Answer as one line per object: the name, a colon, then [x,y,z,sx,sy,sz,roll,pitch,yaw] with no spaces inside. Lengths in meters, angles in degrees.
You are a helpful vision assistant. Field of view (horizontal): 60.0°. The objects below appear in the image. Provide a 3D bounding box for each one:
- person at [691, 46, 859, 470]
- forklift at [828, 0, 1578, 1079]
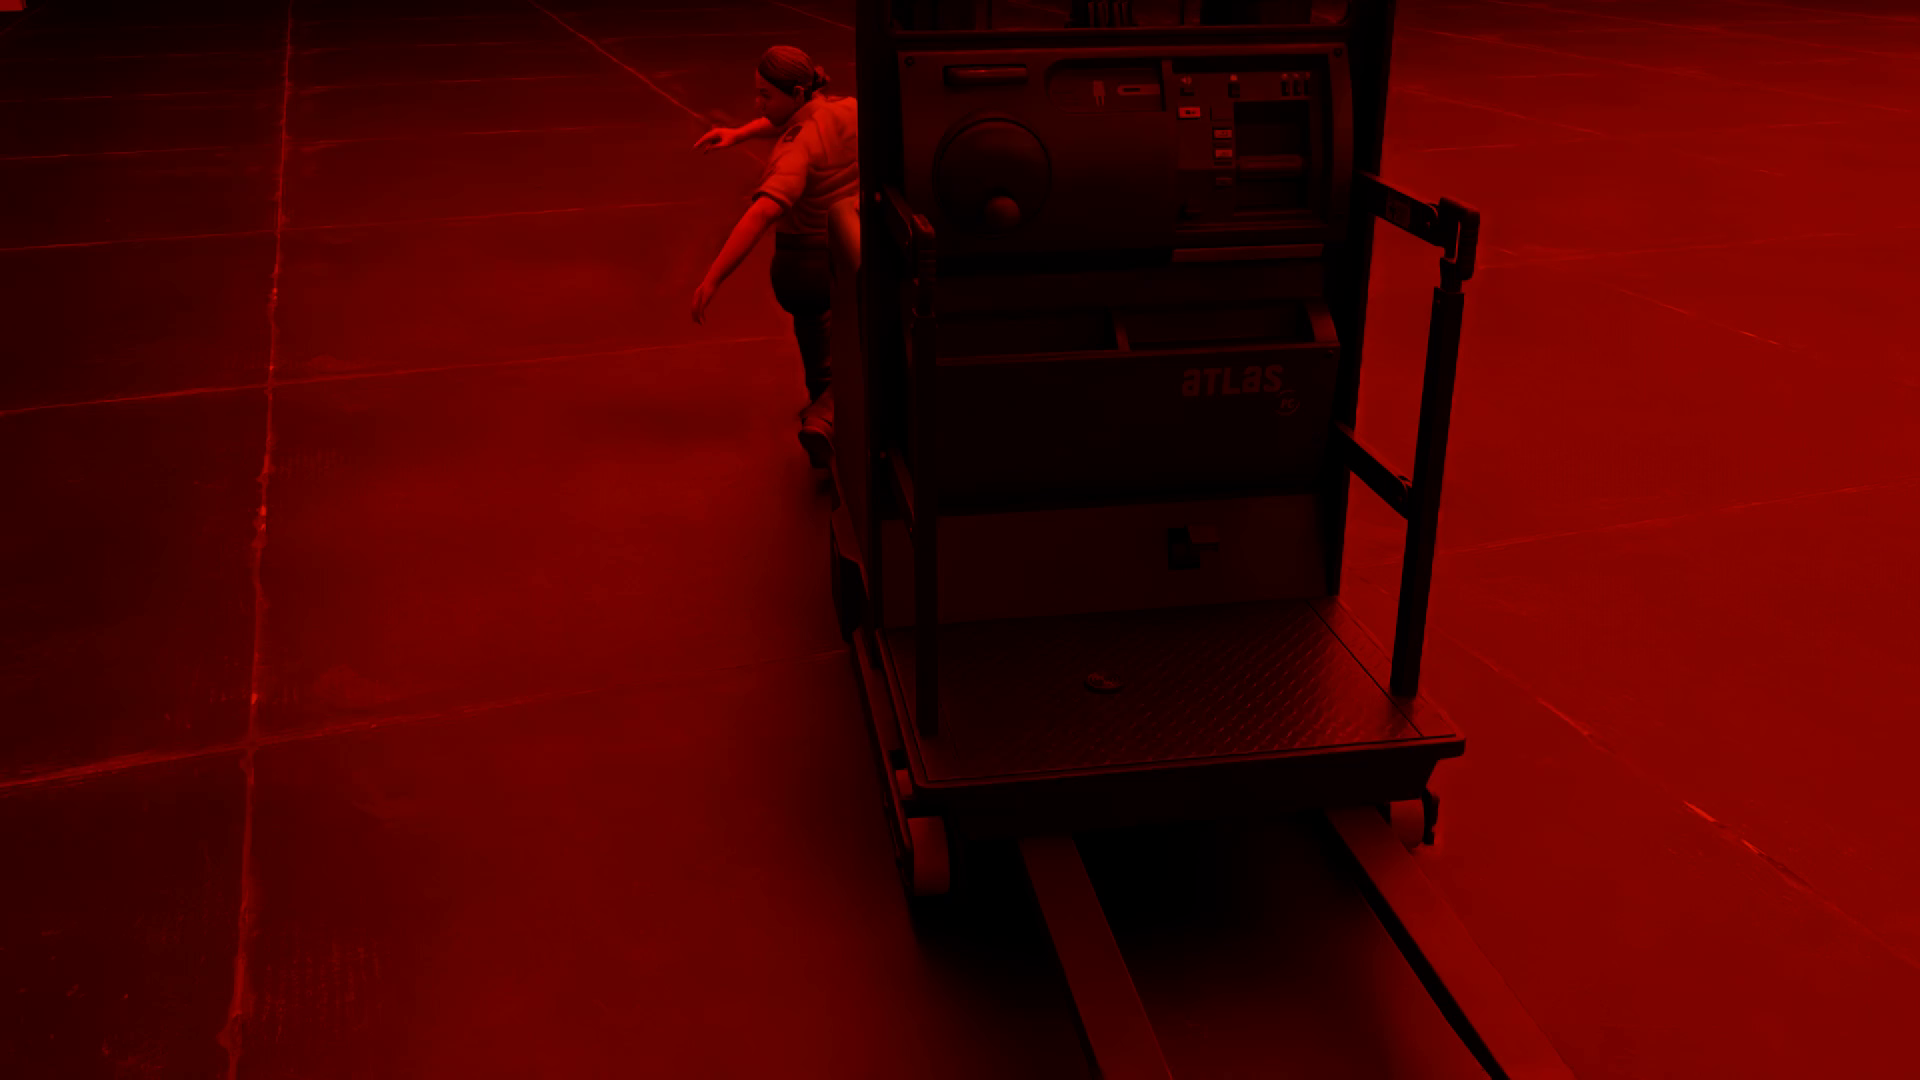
person: [-0.575,-0.915,5.563,0.709,1.408,0.932,-5,23,-13]
forklift: [0.378,-0.780,3.152,1.130,2.935,3.031,-4,23,-9]
